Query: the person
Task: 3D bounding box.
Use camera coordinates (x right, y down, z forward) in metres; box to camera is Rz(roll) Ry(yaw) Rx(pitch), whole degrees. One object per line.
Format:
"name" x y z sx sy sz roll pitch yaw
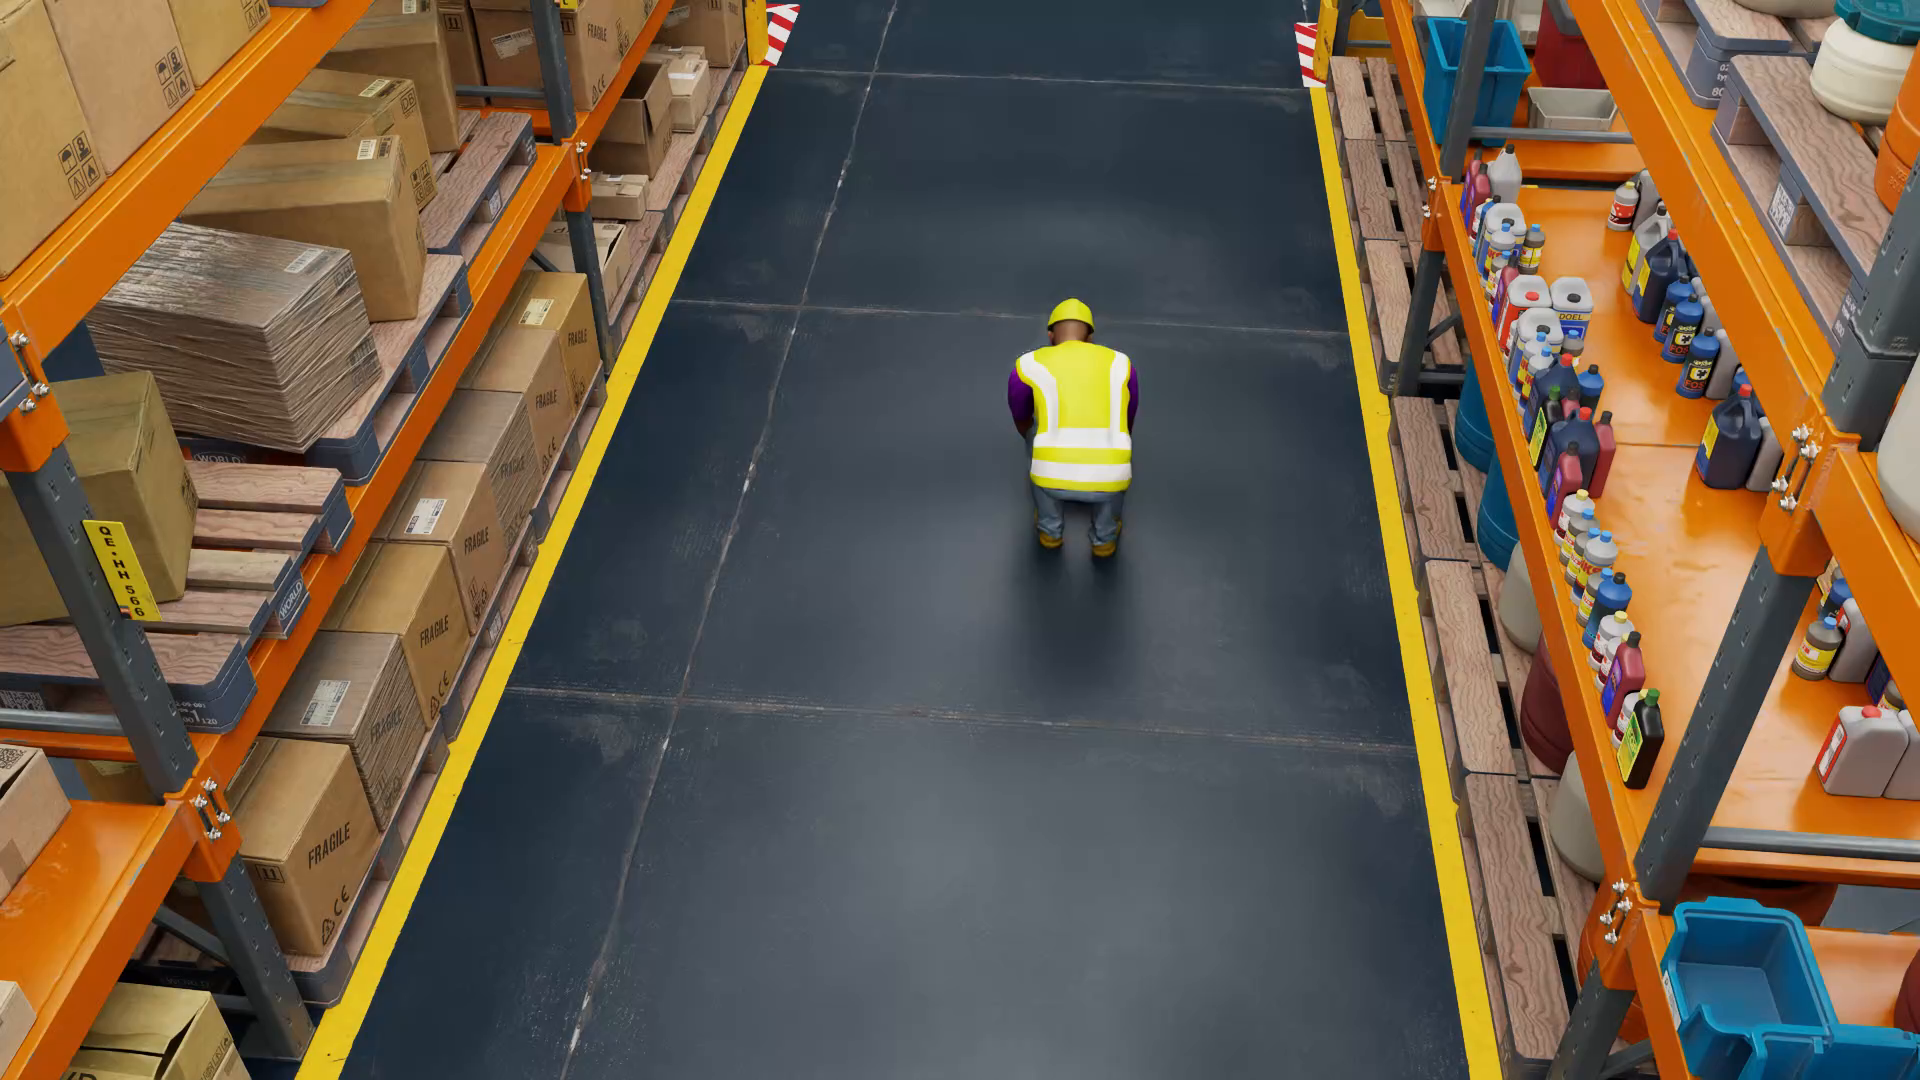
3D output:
"person" 0.491 -0.464 7.330 0.575 0.957 0.900 3 40 4
